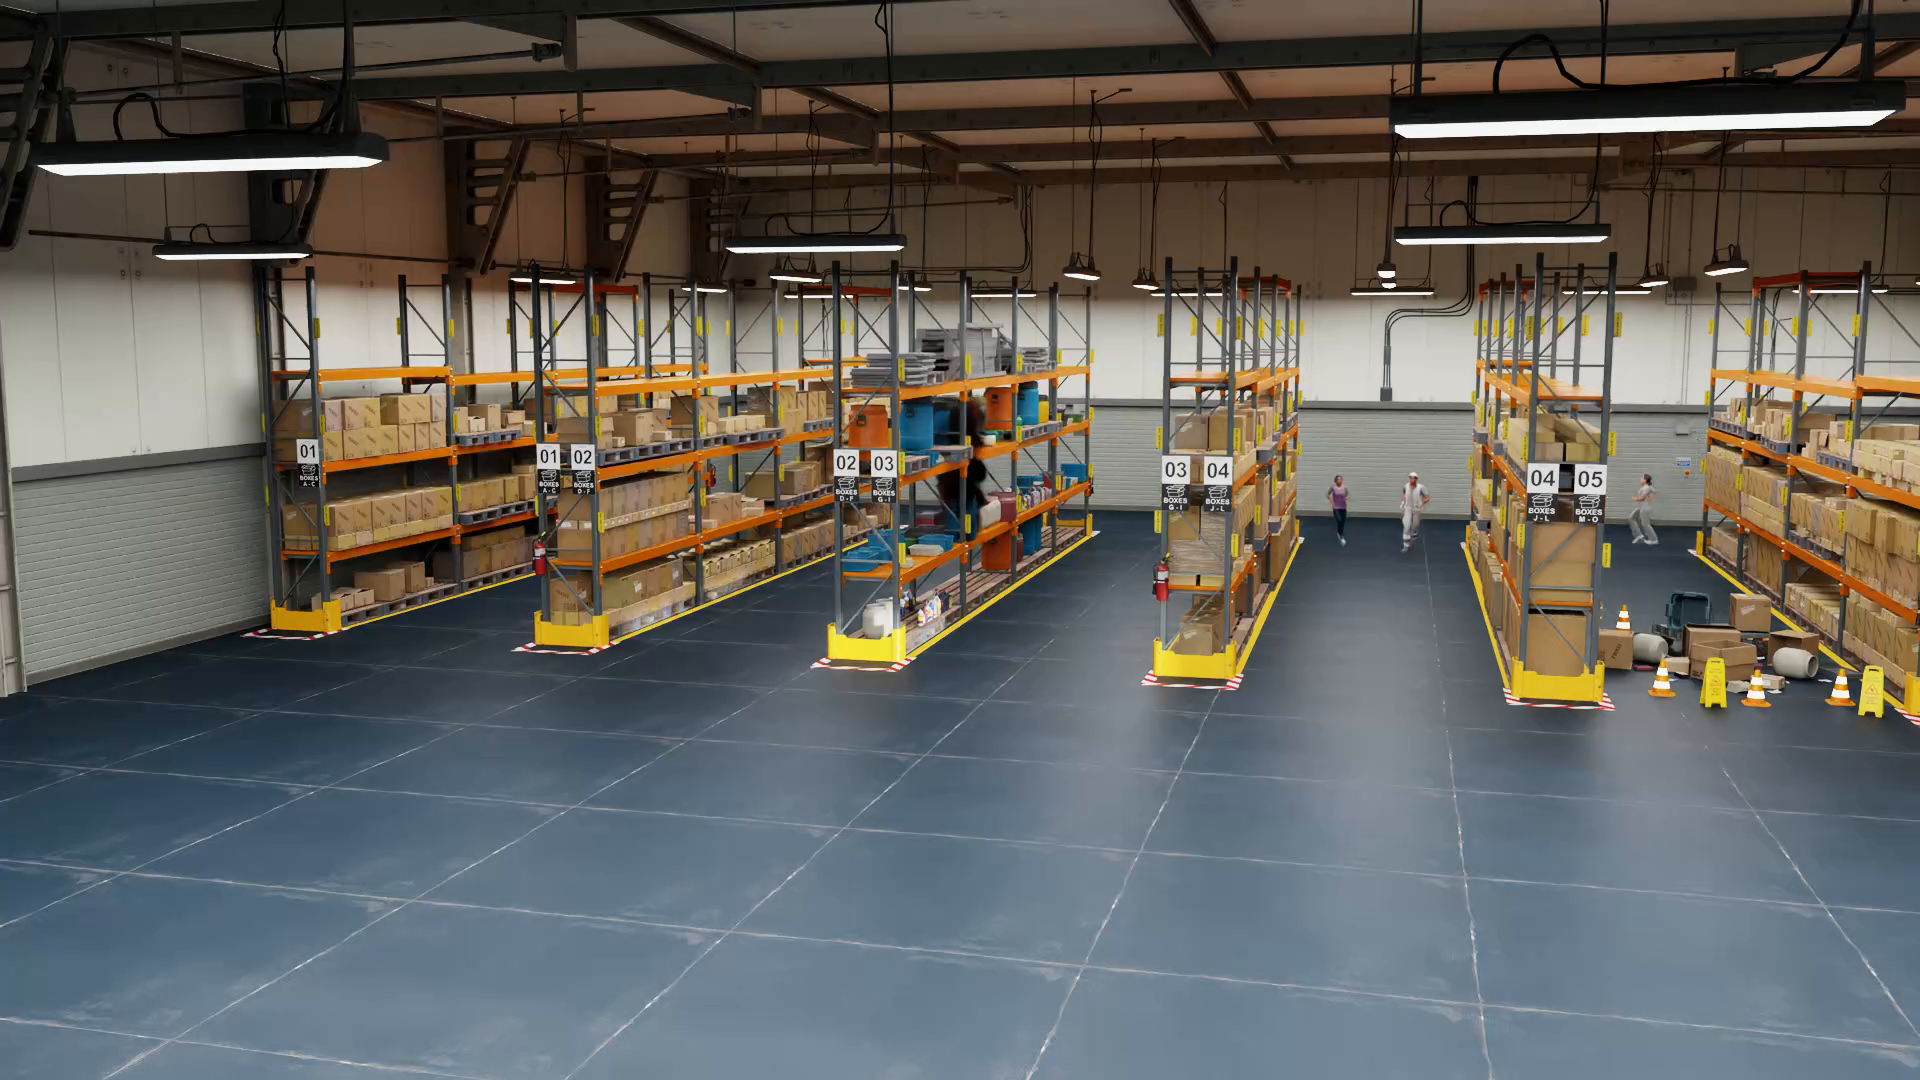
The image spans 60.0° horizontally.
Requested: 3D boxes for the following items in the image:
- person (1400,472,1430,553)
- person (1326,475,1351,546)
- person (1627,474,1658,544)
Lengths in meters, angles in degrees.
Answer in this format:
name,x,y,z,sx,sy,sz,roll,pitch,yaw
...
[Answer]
name,x,y,z,sx,sy,sz,roll,pitch,yaw
person,10.263,-0.641,37.516,0.663,1.803,0.878,4,8,28
person,8.840,-0.705,38.845,0.545,1.596,0.791,0,7,-3
person,15.838,-0.701,38.485,0.682,1.662,0.545,2,8,16
